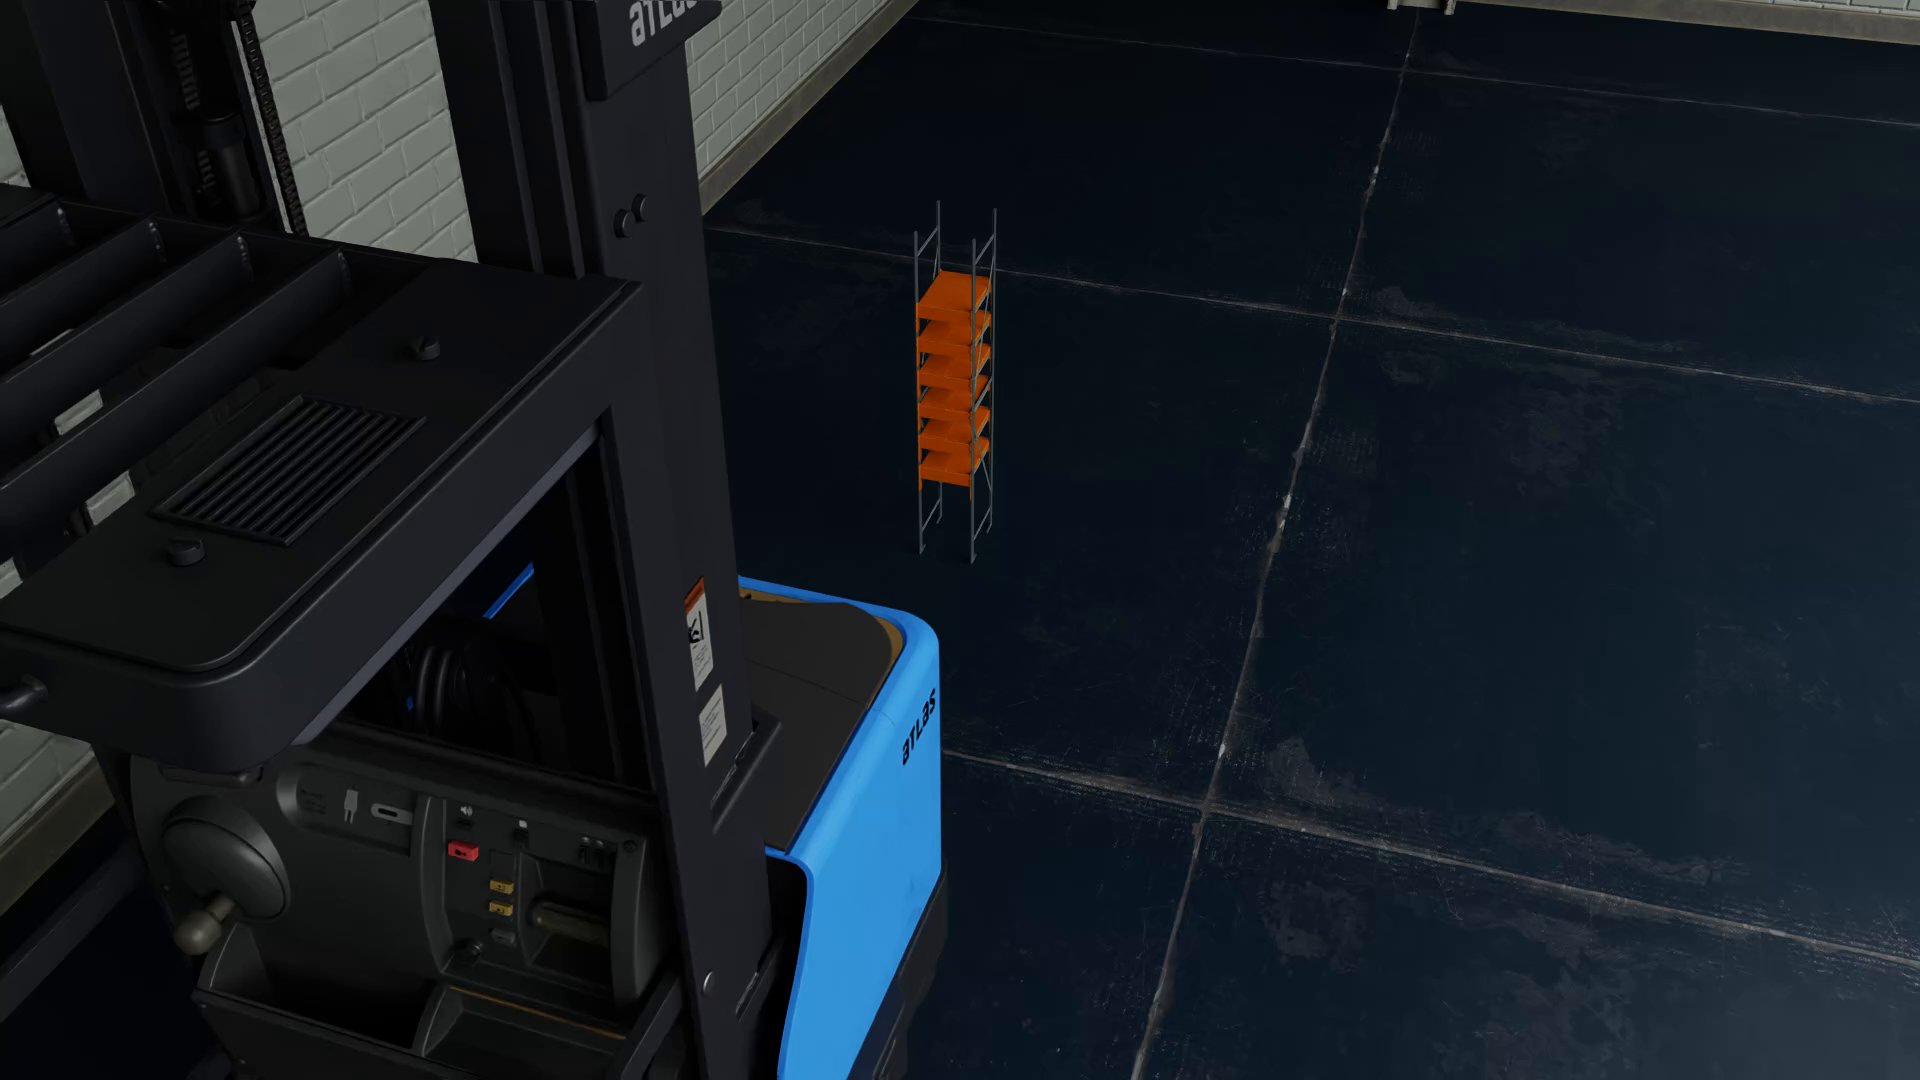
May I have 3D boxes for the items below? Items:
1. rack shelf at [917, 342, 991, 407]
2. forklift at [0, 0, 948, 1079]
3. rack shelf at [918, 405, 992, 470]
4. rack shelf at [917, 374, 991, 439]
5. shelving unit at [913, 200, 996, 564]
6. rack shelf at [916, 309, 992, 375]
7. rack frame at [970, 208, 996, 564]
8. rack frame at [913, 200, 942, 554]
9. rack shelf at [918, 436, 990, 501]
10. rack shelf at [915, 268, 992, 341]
[{"bbox_3d":[-0.014,-0.547,5.353,0.180,0.103,0.258,10,38,14],"label":"rack shelf"},{"bbox_3d":[-0.982,0.592,2.473,1.130,2.935,3.031,11,38,15],"label":"forklift"},{"bbox_3d":[-0.014,-0.353,5.495,0.180,0.103,0.258,10,38,14],"label":"rack shelf"},{"bbox_3d":[-0.014,-0.450,5.424,0.180,0.103,0.258,10,38,14],"label":"rack shelf"},{"bbox_3d":[-0.014,-0.486,5.398,0.189,1.200,0.258,10,38,14],"label":"shelving unit"},{"bbox_3d":[-0.014,-0.643,5.282,0.180,0.103,0.258,10,38,14],"label":"rack shelf"},{"bbox_3d":[0.074,-0.470,5.376,0.006,1.200,0.240,10,38,14],"label":"rack frame"},{"bbox_3d":[-0.101,-0.502,5.420,0.006,1.200,0.240,10,38,14],"label":"rack frame"},{"bbox_3d":[-0.014,-0.257,5.566,0.180,0.103,0.258,10,38,14],"label":"rack shelf"},{"bbox_3d":[-0.014,-0.740,5.211,0.180,0.103,0.258,10,38,14],"label":"rack shelf"}]
